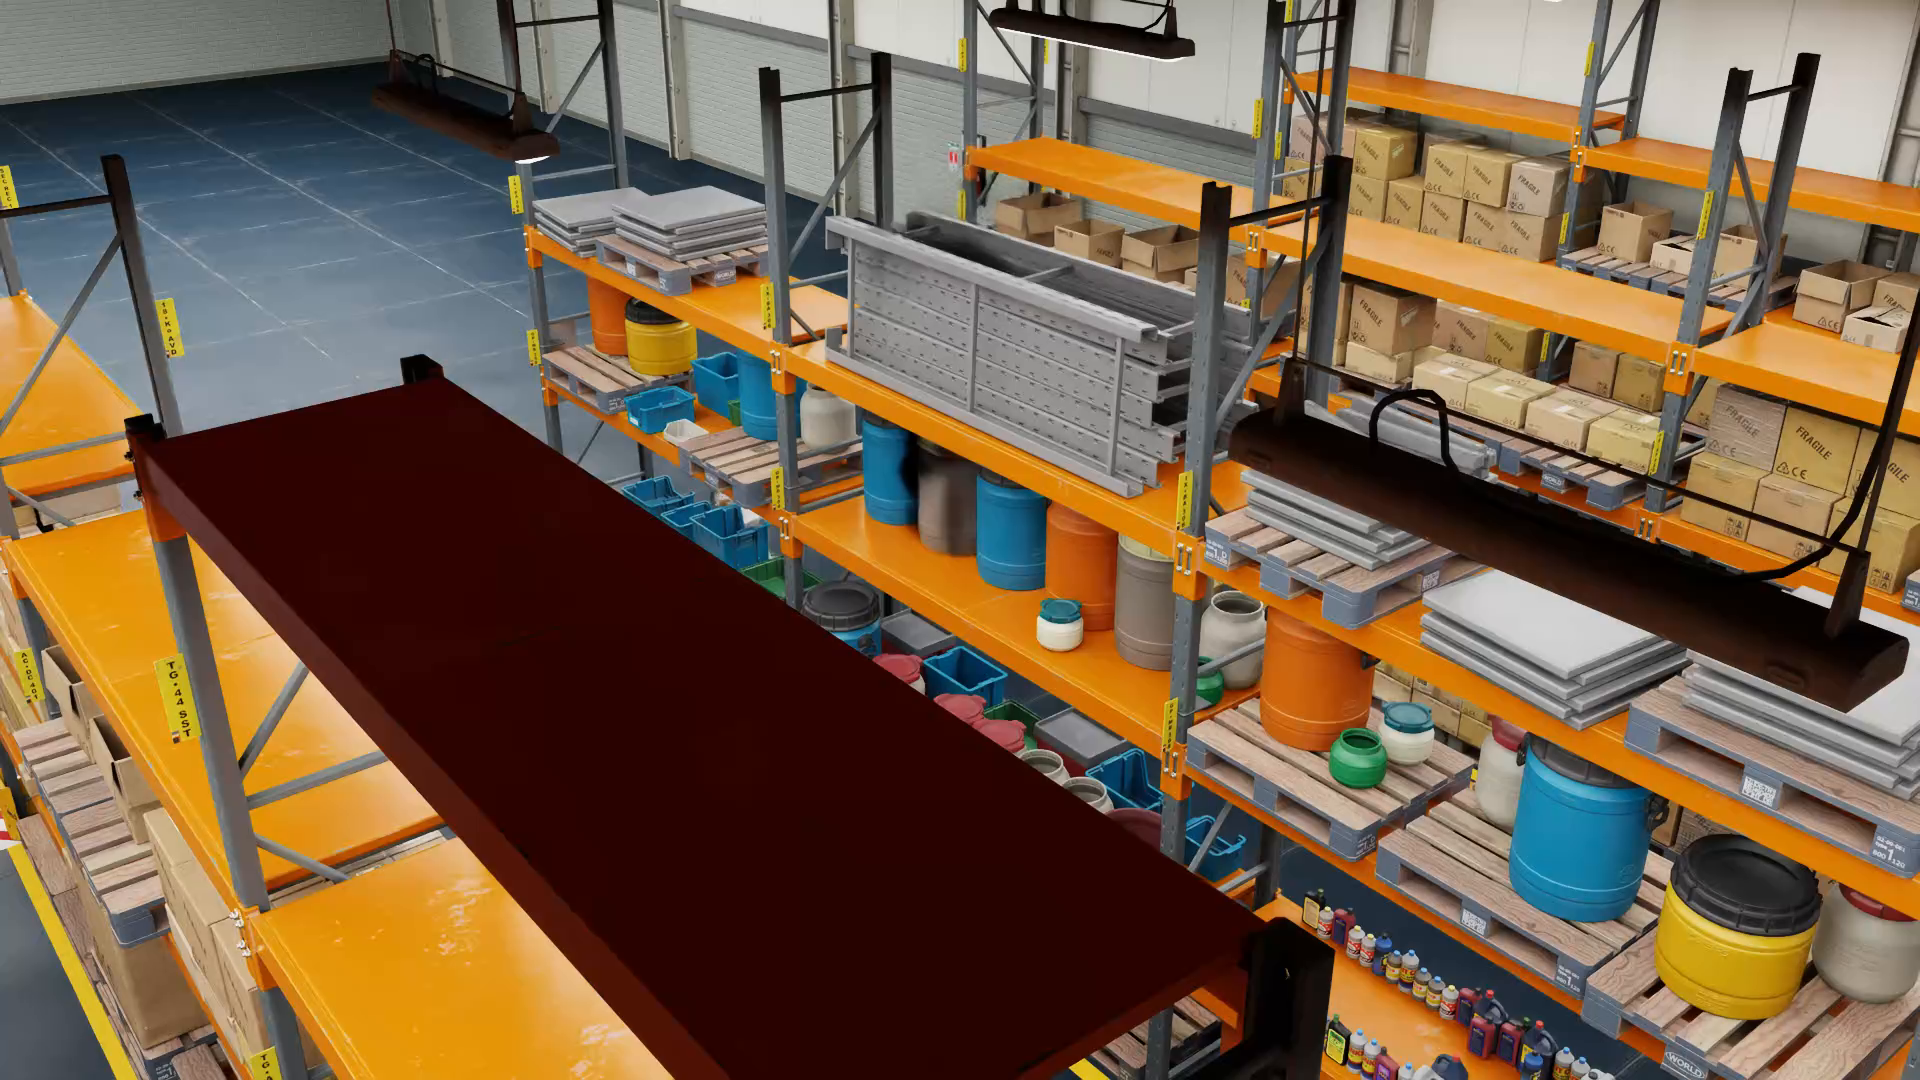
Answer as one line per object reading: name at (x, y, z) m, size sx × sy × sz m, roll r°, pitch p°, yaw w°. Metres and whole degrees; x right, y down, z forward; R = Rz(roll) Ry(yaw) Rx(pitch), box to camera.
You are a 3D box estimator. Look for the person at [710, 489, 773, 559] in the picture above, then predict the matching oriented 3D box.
person at (-2.226, -0.180, 16.801) m, size 0.777 × 1.661 × 0.645 m, roll 20°, pitch 32°, yaw 35°
